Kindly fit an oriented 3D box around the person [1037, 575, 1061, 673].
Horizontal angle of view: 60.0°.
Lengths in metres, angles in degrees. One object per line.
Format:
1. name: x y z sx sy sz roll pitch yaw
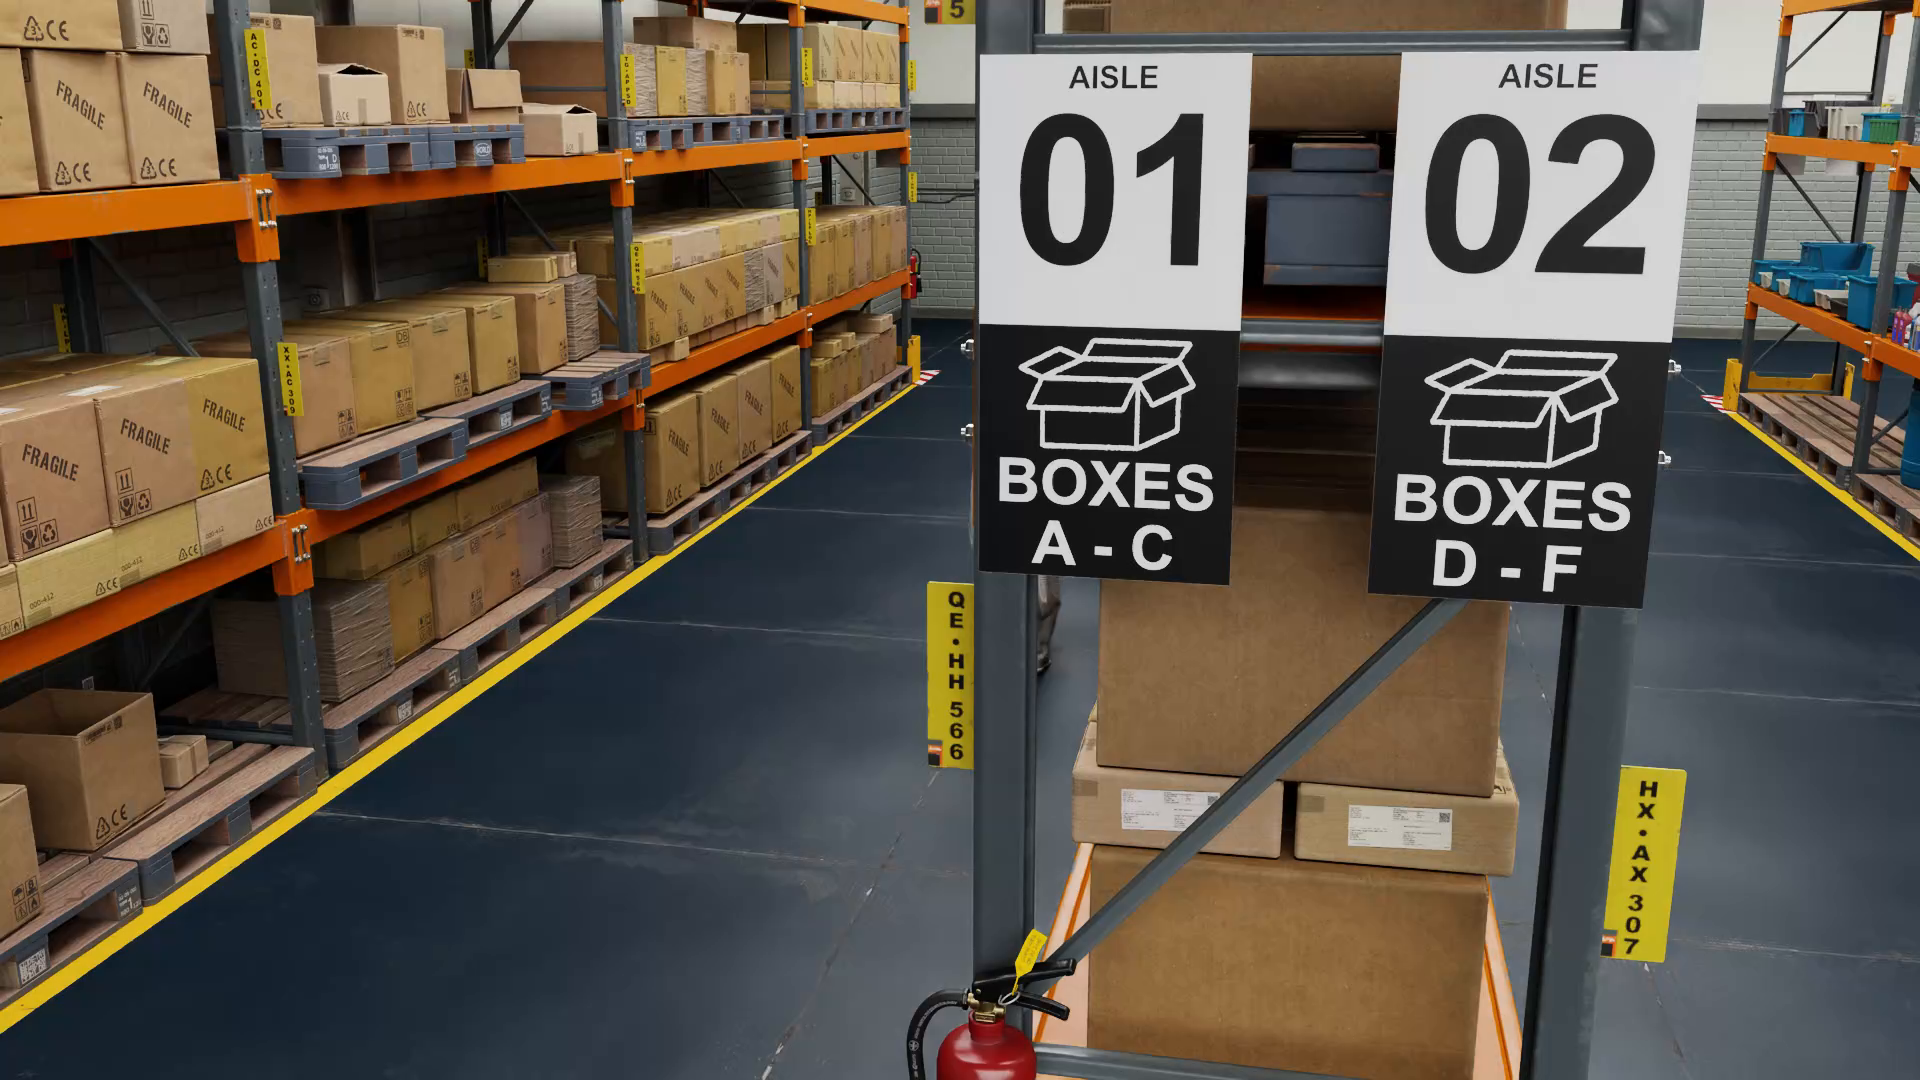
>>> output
1. person: 0.324 0.227 9.523 0.495 0.974 0.828 3 15 11
